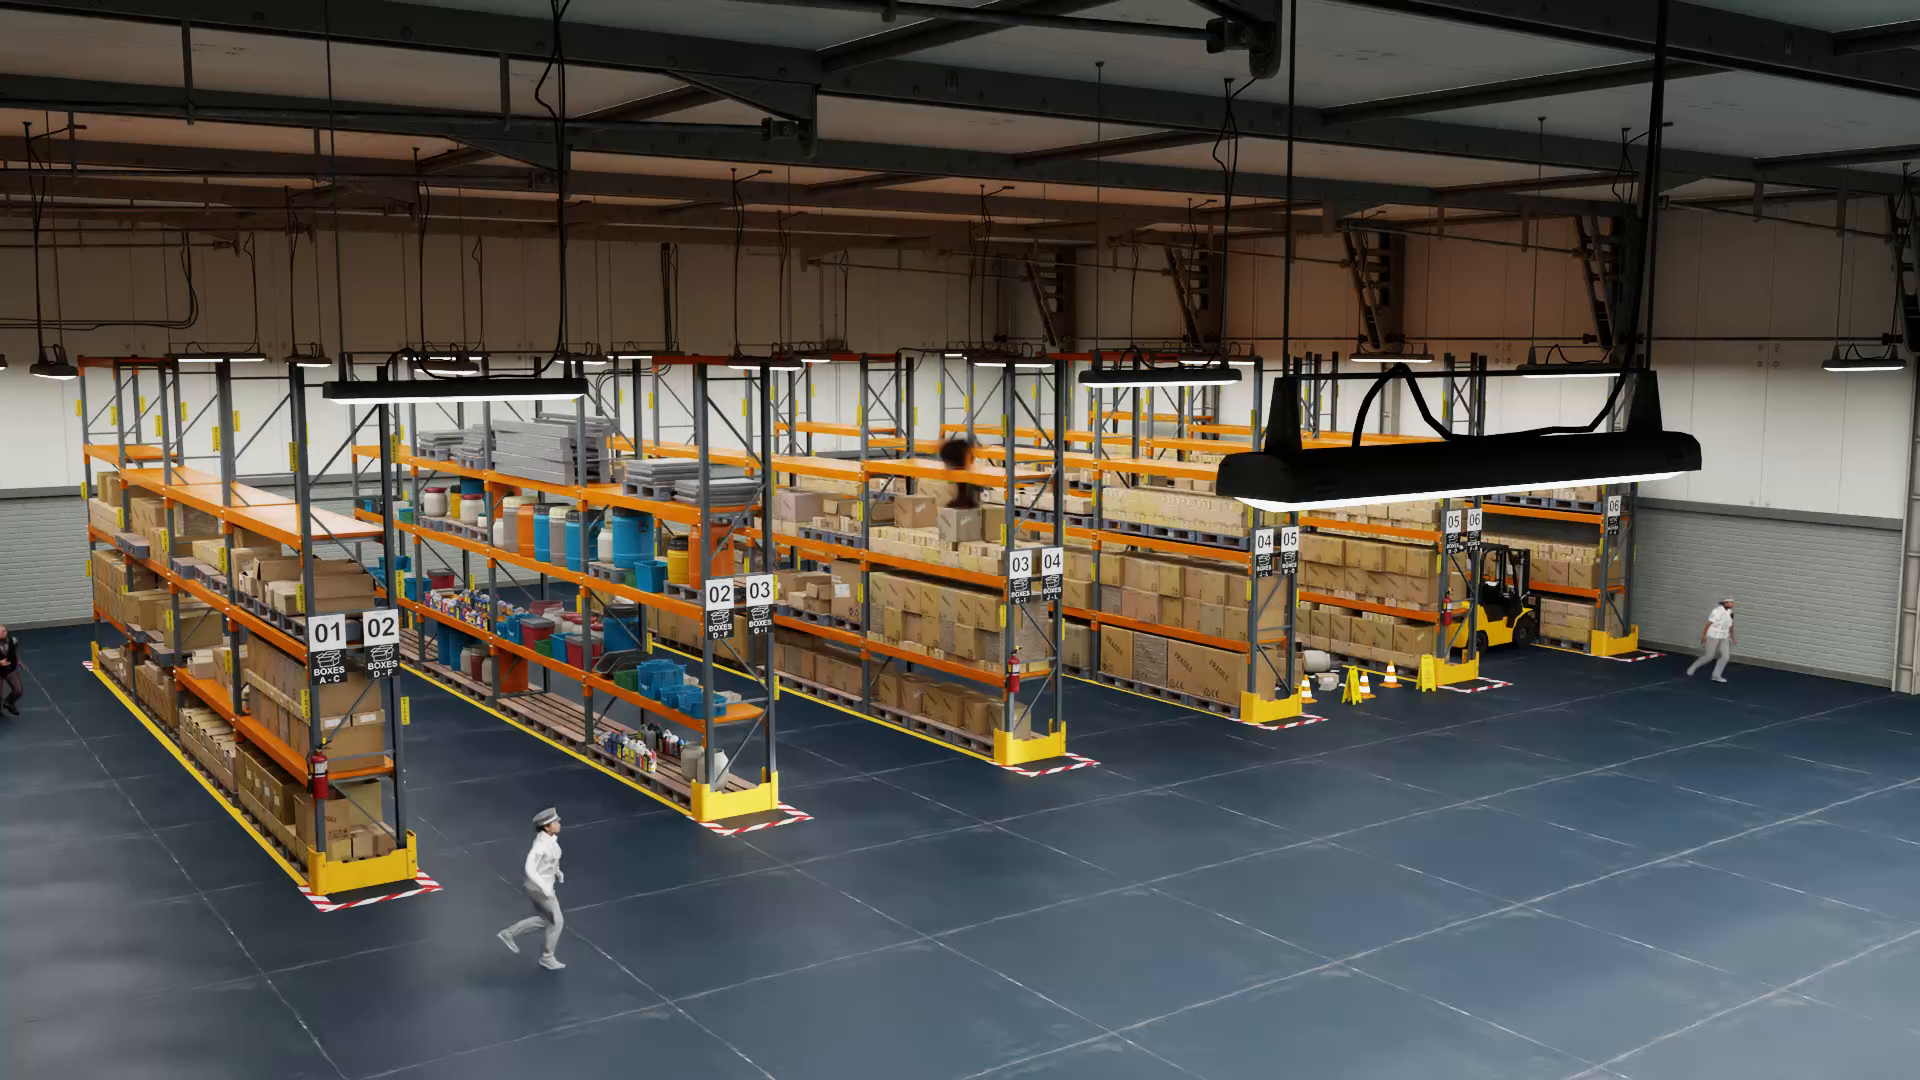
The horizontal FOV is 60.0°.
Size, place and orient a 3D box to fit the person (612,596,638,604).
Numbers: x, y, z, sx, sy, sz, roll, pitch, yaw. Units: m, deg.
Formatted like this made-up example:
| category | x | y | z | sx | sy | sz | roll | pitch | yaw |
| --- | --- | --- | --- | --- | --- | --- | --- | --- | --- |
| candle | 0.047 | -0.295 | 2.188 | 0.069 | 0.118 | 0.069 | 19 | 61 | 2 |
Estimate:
| category | x | y | z | sx | sy | sz | roll | pitch | yaw |
| --- | --- | --- | --- | --- | --- | --- | --- | --- | --- |
| person | -6.496 | 1.611 | 32.577 | 0.562 | 1.617 | 0.839 | -4 | 8 | -29 |

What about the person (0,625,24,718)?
| category | x | y | z | sx | sy | sz | roll | pitch | yaw |
| --- | --- | --- | --- | --- | --- | --- | --- | --- | --- |
| person | -15.852 | 2.192 | 27.566 | 0.849 | 1.614 | 0.660 | 6 | 9 | 41 |

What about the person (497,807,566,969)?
| category | x | y | z | sx | sy | sz | roll | pitch | yaw |
| --- | --- | --- | --- | --- | --- | --- | --- | --- | --- |
| person | -4.324 | 3.518 | 16.716 | 0.674 | 1.694 | 0.644 | -1 | 7 | -4 |

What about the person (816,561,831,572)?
| category | x | y | z | sx | sy | sz | roll | pitch | yaw |
| --- | --- | --- | --- | --- | --- | --- | --- | --- | --- |
| person | -3.353 | 0.374 | 41.945 | 0.964 | 1.755 | 0.738 | 1 | 7 | 12 |

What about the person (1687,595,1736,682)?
| category | x | y | z | sx | sy | sz | roll | pitch | yaw |
| --- | --- | --- | --- | --- | --- | --- | --- | --- | --- |
| person | 13.960 | 1.795 | 30.815 | 0.651 | 1.615 | 0.620 | -4 | 8 | -28 |
